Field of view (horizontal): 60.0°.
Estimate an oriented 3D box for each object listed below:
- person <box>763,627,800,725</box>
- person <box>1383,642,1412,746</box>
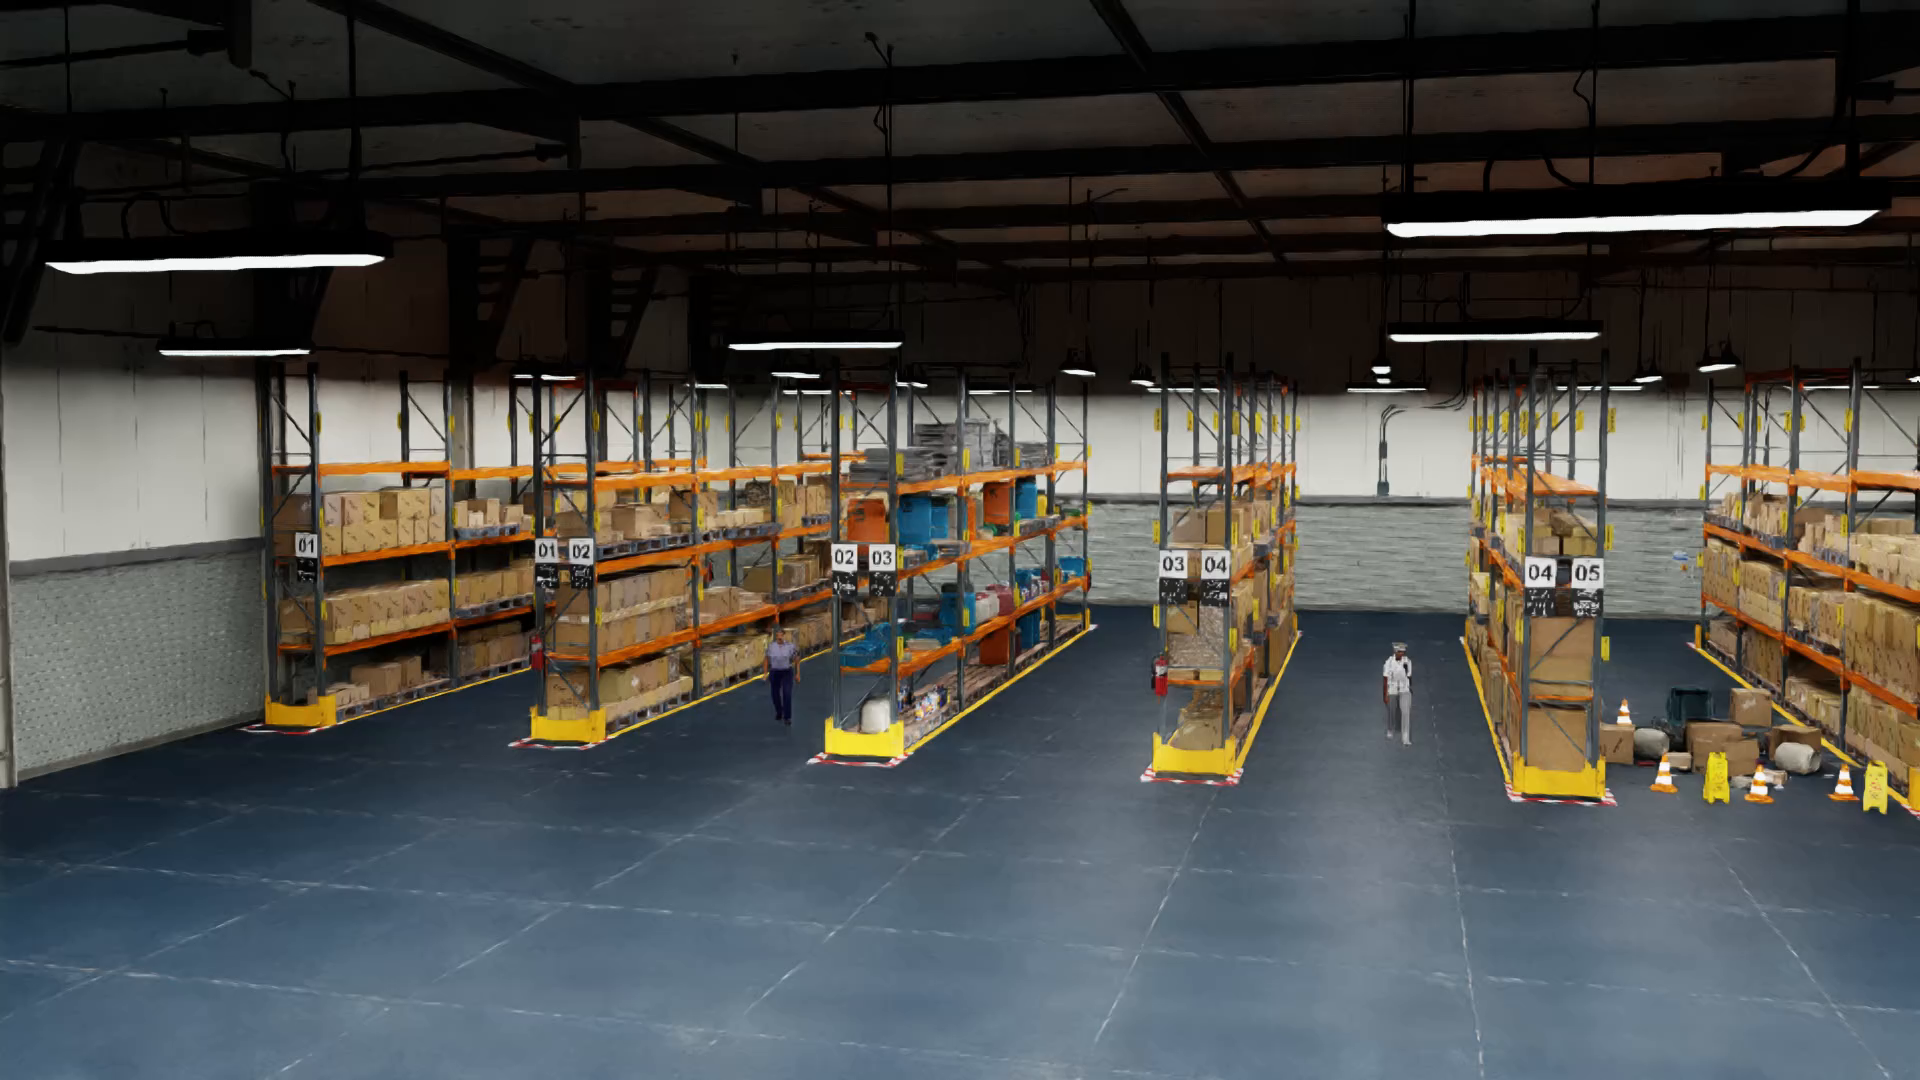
[{"bbox_3d":[-2.963,2.244,27.836,0.608,1.612,0.664,0,4,6],"label":"person"},{"bbox_3d":[6.826,2.364,25.940,0.455,1.589,1.090,1,4,12],"label":"person"}]
